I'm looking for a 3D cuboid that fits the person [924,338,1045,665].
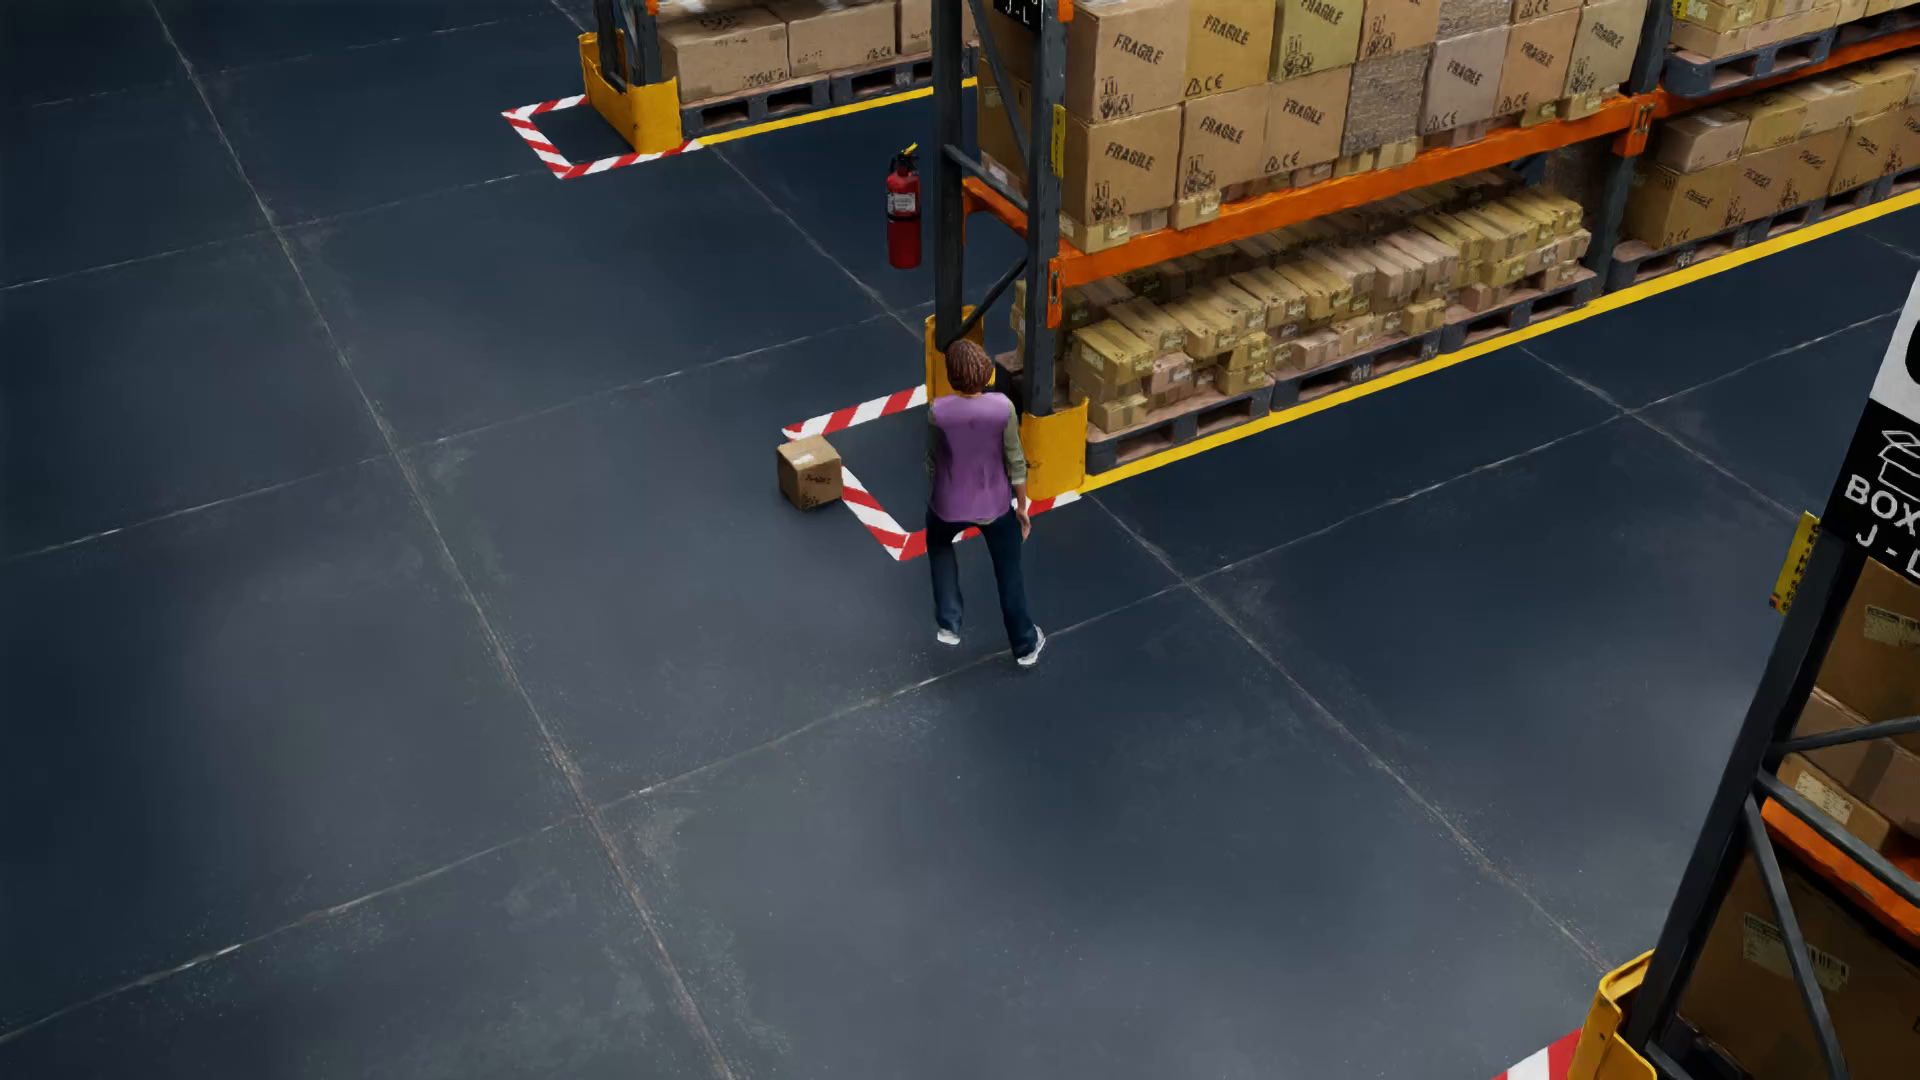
[{"bbox_3d":[0.119,-0.148,7.116,0.534,1.583,0.431,-2,37,-3],"label":"person"}]
